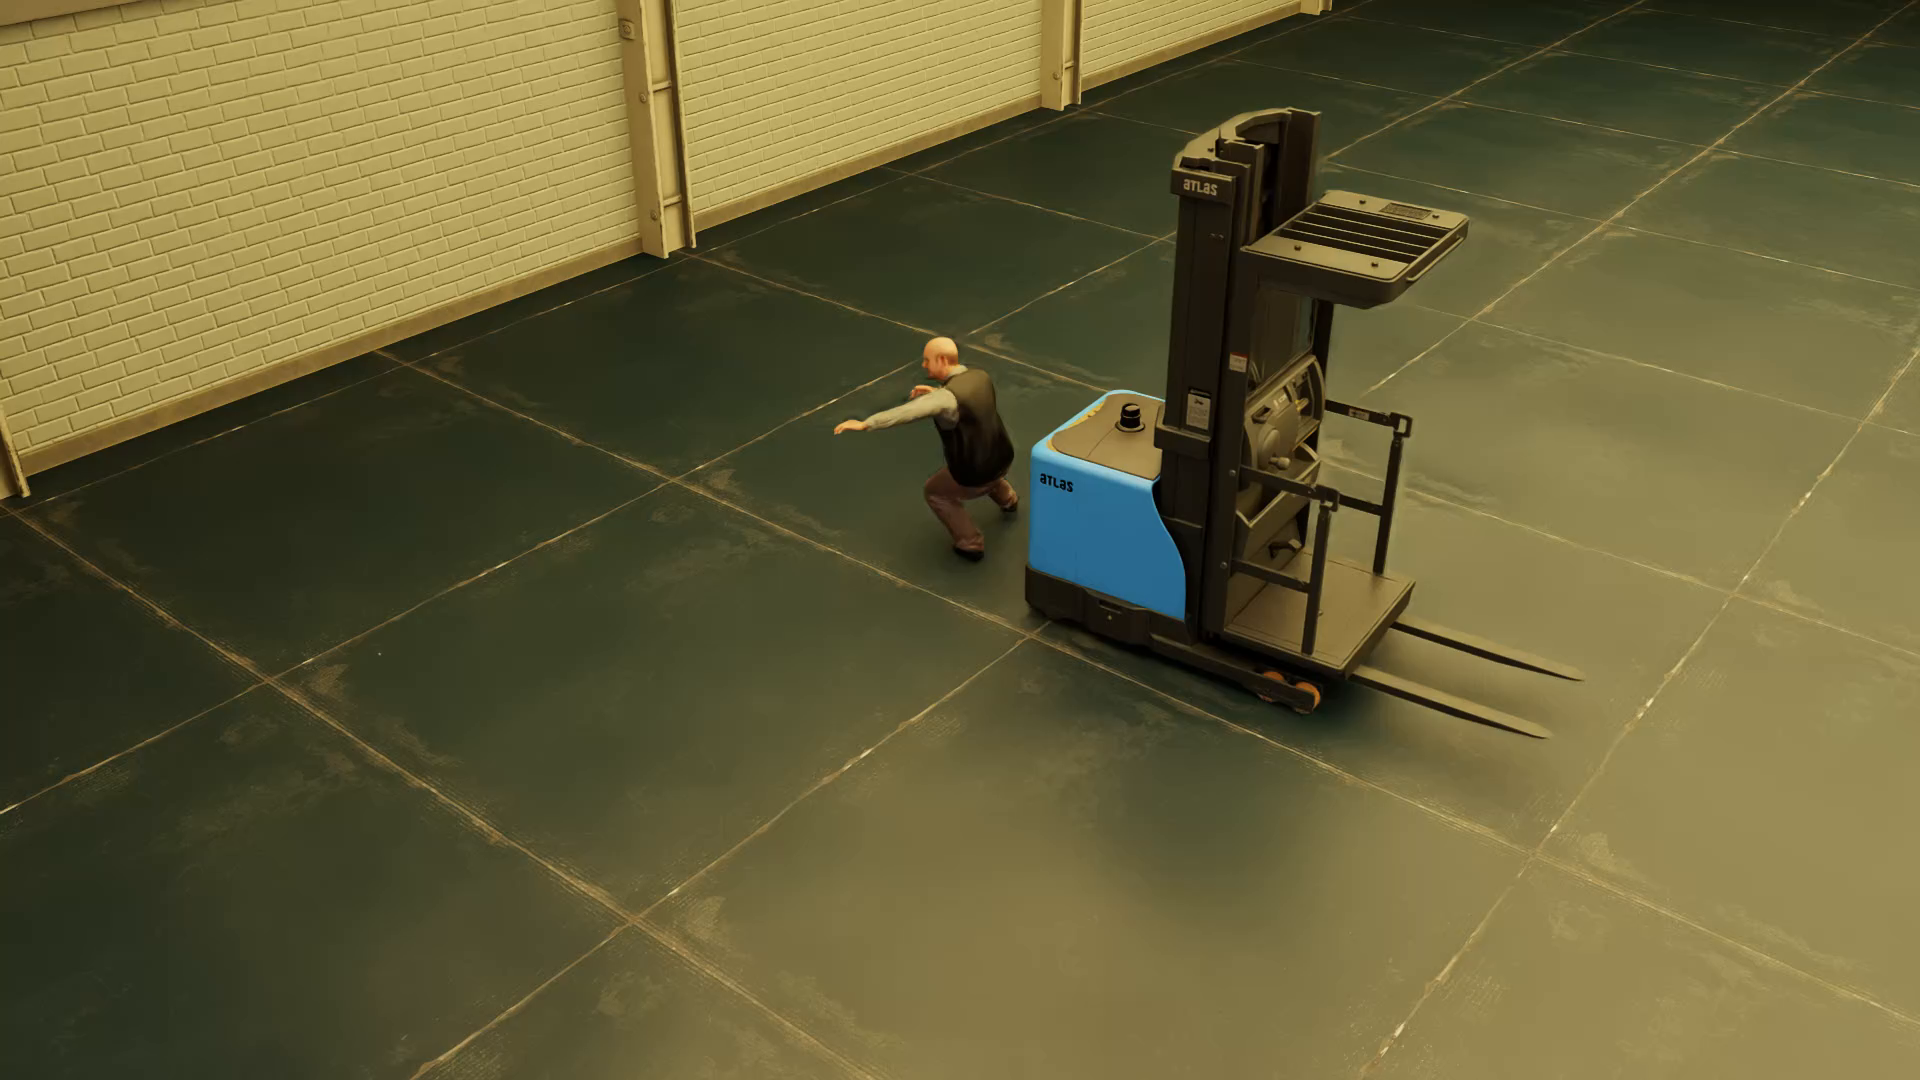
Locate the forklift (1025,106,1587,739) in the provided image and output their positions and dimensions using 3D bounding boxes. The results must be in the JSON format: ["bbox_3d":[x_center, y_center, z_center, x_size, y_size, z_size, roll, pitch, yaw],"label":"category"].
[{"bbox_3d":[1.887,-0.642,8.693,3.031,2.935,1.130,19,35,29],"label":"forklift"}]

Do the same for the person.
[{"bbox_3d":[-0.048,-0.564,10.031,0.785,1.457,1.528,18,35,27],"label":"person"}]
